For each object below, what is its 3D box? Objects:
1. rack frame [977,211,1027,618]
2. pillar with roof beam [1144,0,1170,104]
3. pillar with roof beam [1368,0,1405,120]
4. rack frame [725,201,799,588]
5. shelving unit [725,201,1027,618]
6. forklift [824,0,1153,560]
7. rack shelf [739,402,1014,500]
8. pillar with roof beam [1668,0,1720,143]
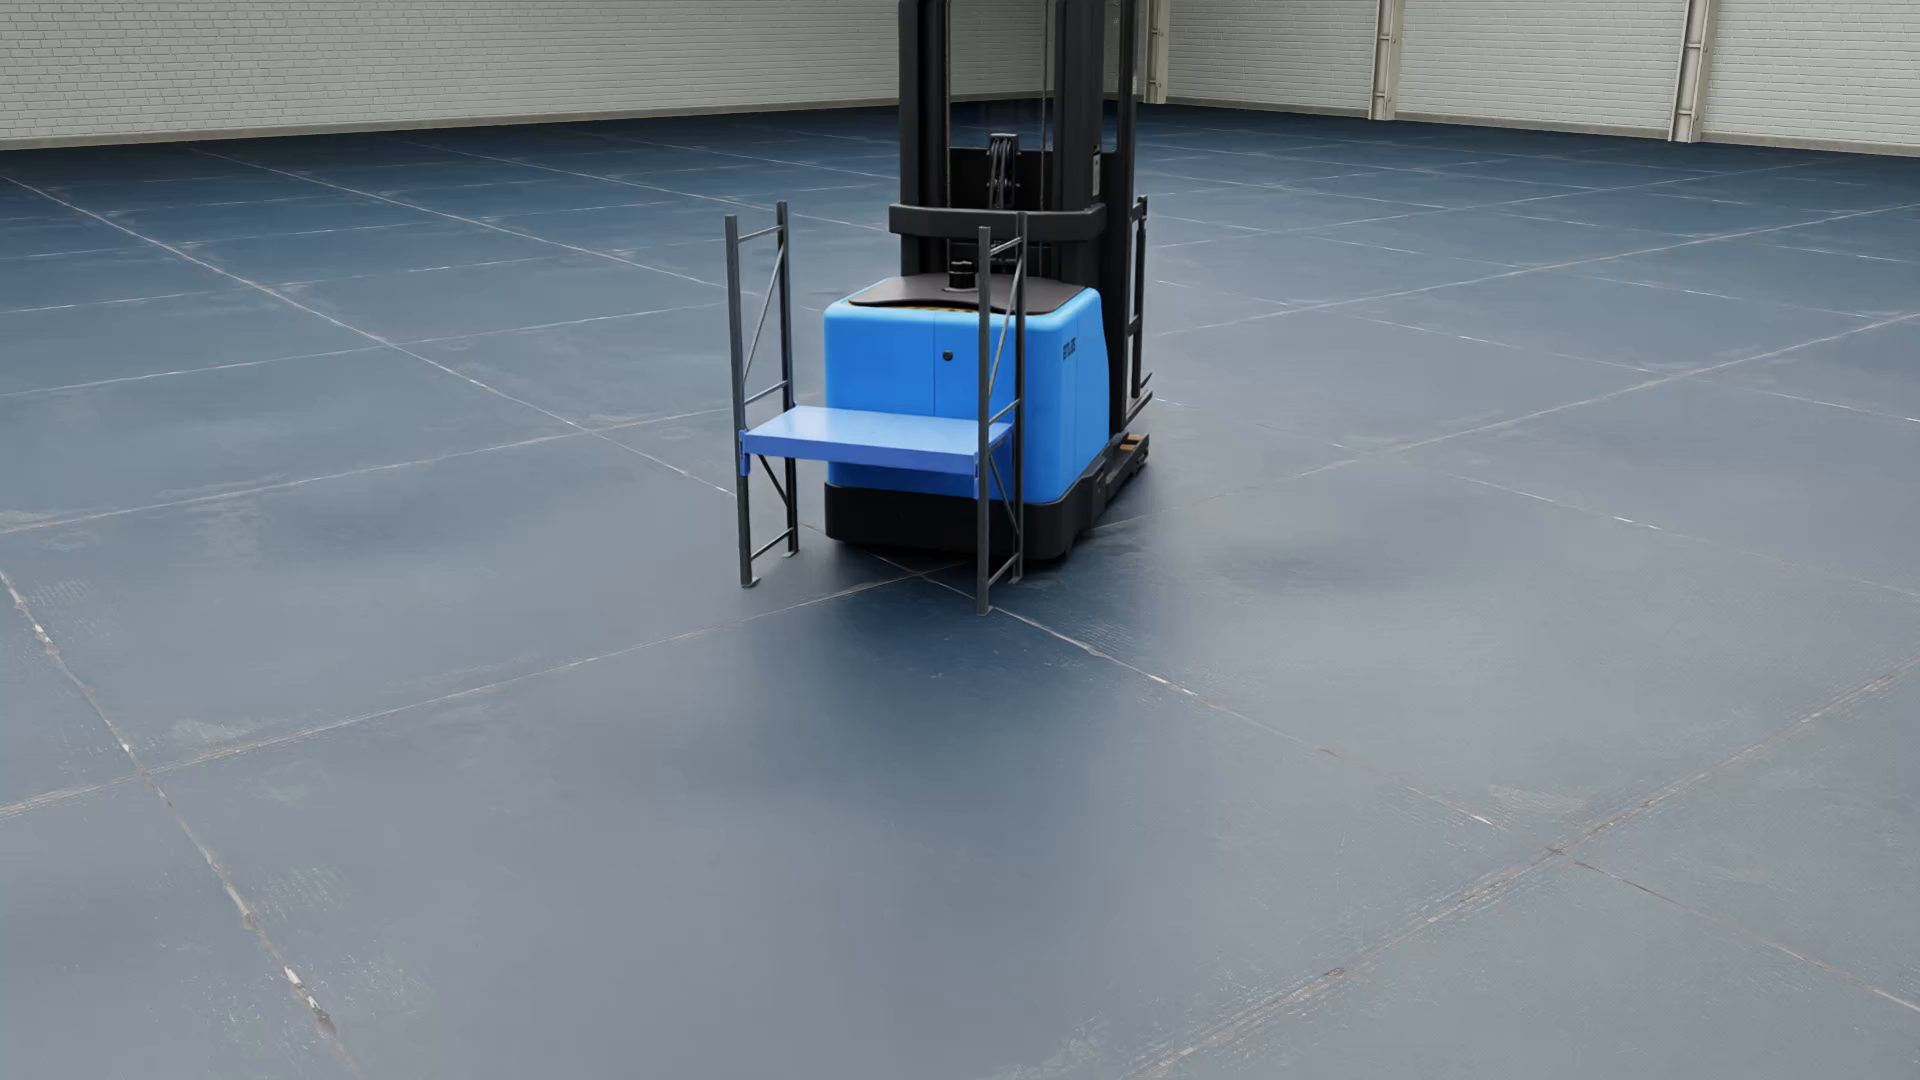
[{"bbox_3d":[0.164,-0.486,6.445,0.032,1.500,0.500,6,19,18],"label":"rack frame"},{"bbox_3d":[0.804,-12.793,31.681,9.100,9.000,0.400,-14,23,-36],"label":"pillar with roof beam"},{"bbox_3d":[4.529,-11.314,27.216,9.100,9.000,0.400,-14,23,-36],"label":"pillar with roof beam"},{"bbox_3d":[-0.796,-0.591,6.762,0.032,1.500,0.500,6,19,18],"label":"rack frame"},{"bbox_3d":[-0.316,-0.539,6.603,1.048,1.500,0.538,6,19,18],"label":"shelving unit"},{"bbox_3d":[0.337,-1.736,7.943,1.130,2.935,3.031,6,19,16],"label":"forklift"},{"bbox_3d":[-0.316,-0.368,6.660,1.000,0.185,0.538,6,19,18],"label":"rack shelf"},{"bbox_3d":[8.255,-9.836,22.751,9.100,9.000,0.400,-14,23,-36],"label":"pillar with roof beam"}]
